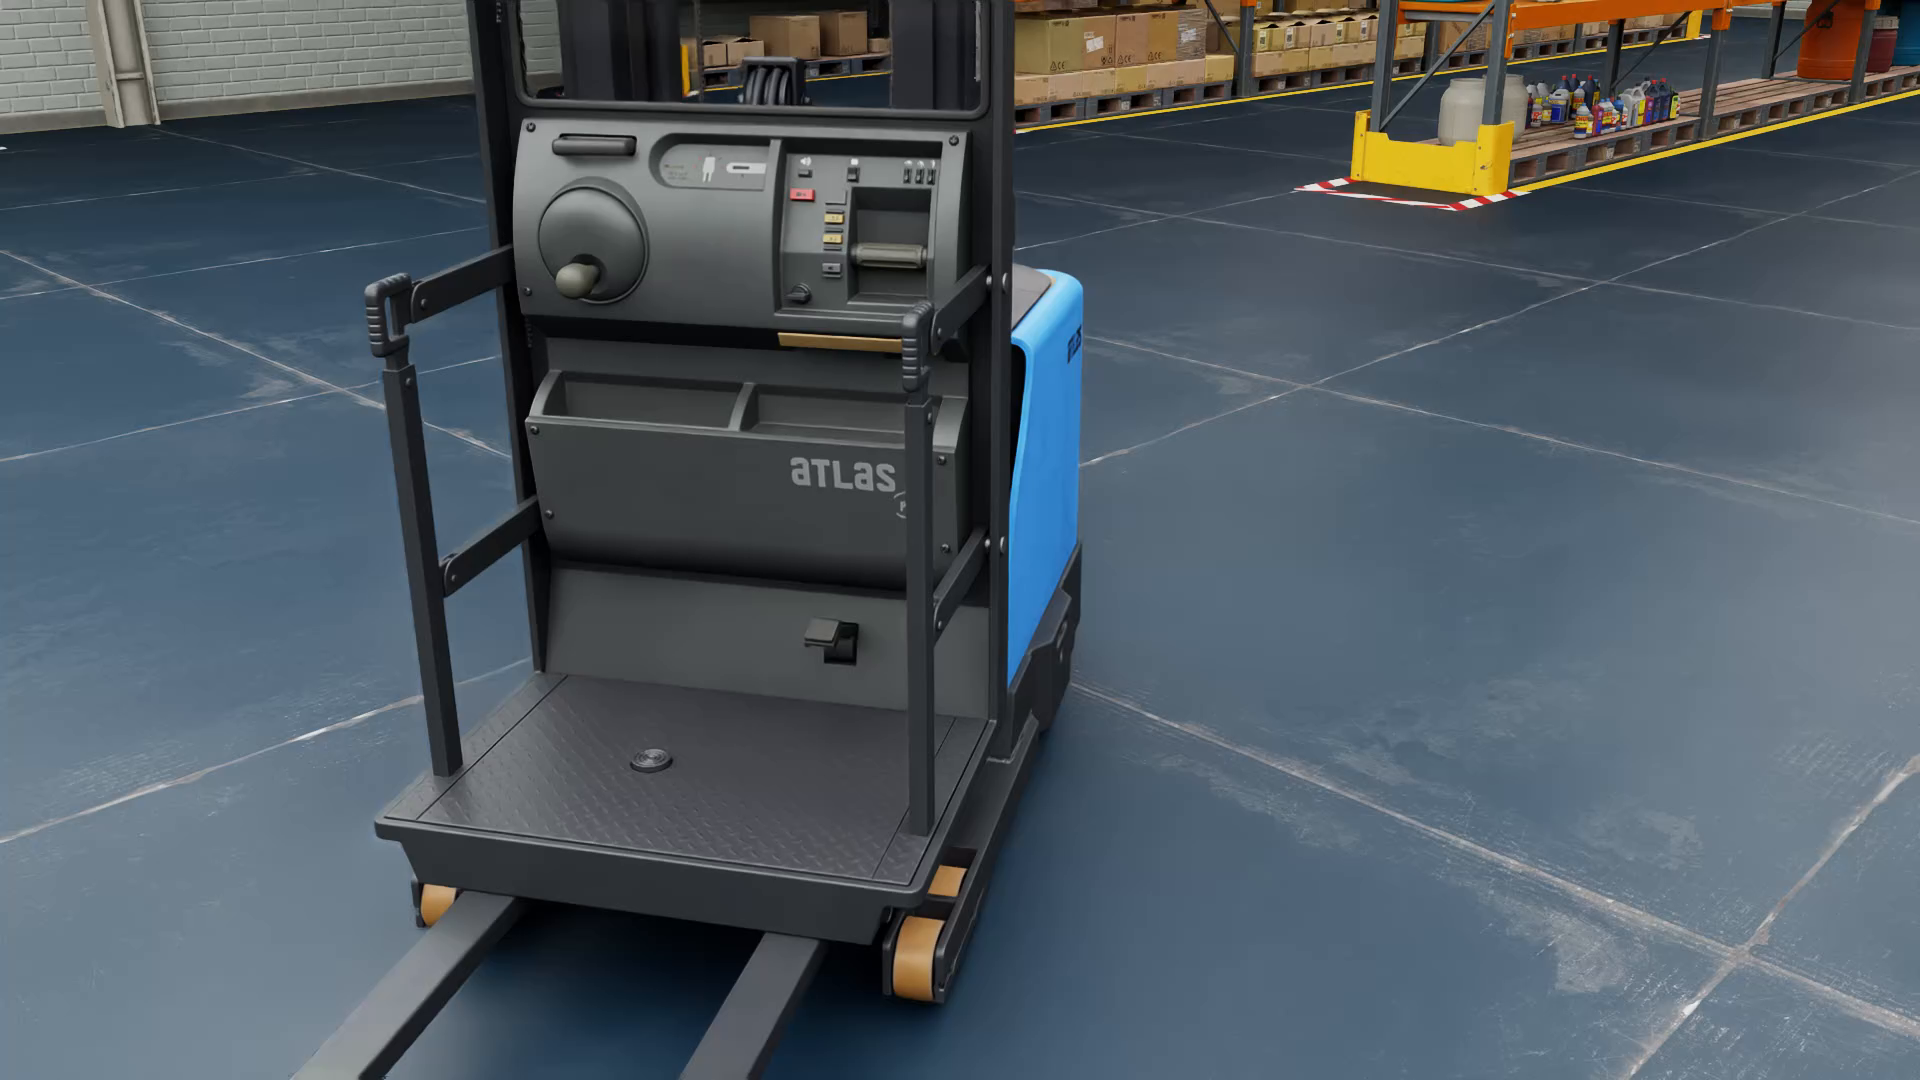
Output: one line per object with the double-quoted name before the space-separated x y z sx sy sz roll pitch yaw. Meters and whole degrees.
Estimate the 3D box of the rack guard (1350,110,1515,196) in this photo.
"rack guard" 3.520 -2.912 12.453 1.175 0.500 0.348 19 28 41

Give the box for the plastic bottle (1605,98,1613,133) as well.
"plastic bottle" 5.297 -3.481 13.640 0.097 0.271 0.097 0 21 0

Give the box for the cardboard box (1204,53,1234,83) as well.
"cardboard box" 2.578 -5.055 17.792 0.500 0.250 0.500 19 28 41

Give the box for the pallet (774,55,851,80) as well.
"pallet" -2.102 -5.757 20.258 1.003 0.211 1.213 19 28 41

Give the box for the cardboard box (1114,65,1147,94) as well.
"cardboard box" 1.535 -4.668 16.785 0.500 0.250 0.500 19 28 41

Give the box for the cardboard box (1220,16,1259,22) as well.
"cardboard box" 3.180 -5.802 18.953 0.500 0.311 0.500 -19 28 -41

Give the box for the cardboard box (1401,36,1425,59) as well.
"cardboard box" 5.343 -6.061 20.409 0.500 0.250 0.500 -19 28 -41

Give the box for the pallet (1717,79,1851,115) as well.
"pallet" 8.513 -4.613 17.281 1.003 0.211 1.213 19 28 41

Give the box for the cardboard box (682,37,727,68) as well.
"cardboard box" -3.051 -5.632 19.182 0.500 0.311 0.500 15 26 35

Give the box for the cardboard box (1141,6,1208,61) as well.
"cardboard box" 2.220 -5.279 17.331 0.500 0.500 0.500 19 28 41

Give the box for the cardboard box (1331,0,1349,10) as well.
"cardboard box" 6.081 -9.067 27.882 0.500 0.500 0.700 -19 28 -41

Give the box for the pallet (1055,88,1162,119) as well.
"pallet" 1.309 -4.505 17.002 1.003 0.211 1.213 19 28 41

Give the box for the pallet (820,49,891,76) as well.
"pallet" -1.250 -6.072 21.078 1.003 0.211 1.213 19 28 41

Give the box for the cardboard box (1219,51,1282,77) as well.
"cardboard box" 3.203 -5.270 18.353 0.500 0.250 0.500 18 28 39

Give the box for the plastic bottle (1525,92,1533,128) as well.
"plastic bottle" 4.740 -3.598 13.927 0.061 0.283 0.133 19 28 41

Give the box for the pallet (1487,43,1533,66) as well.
"pallet" 6.934 -6.537 22.288 1.003 0.211 1.213 19 28 41

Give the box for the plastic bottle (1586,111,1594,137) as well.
"plastic bottle" 5.061 -3.361 13.425 0.097 0.201 0.097 0 21 0

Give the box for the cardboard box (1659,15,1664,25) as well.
"cardboard box" 10.566 -8.001 25.545 0.380 0.166 0.250 19 28 41

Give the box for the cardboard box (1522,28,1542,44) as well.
"cardboard box" 7.485 -6.959 22.369 0.500 0.500 0.500 20 29 41

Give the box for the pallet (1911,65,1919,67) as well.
"pallet" 11.304 -5.642 19.960 1.003 0.211 1.213 19 28 41

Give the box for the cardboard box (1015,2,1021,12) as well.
"cardboard box" 0.404 -7.053 22.615 0.700 0.500 0.500 20 28 41

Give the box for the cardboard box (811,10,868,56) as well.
"cardboard box" -1.503 -6.317 20.699 0.500 0.500 0.500 17 27 37

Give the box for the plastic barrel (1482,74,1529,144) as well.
"plastic barrel" 4.255 -3.399 13.119 0.421 0.512 0.421 0 21 0

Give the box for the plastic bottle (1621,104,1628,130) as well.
"plastic bottle" 5.510 -3.527 13.856 0.097 0.201 0.097 0 21 0

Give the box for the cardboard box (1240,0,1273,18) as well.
"cardboard box" 4.413 -8.604 26.191 0.750 0.750 0.750 20 28 41

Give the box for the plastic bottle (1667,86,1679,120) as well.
"plastic bottle" 6.192 -3.807 14.470 0.133 0.283 0.061 -18 28 -39

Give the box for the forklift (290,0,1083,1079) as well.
"forklift" -0.493 -0.618 3.098 1.130 2.935 3.031 5 22 12

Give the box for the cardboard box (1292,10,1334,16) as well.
"cardboard box" 4.241 -6.190 19.963 0.500 0.311 0.500 18 28 39

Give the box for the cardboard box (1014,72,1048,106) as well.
"cardboard box" 0.488 -4.283 15.783 0.500 0.250 0.500 19 28 41

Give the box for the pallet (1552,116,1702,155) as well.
"pallet" 5.793 -3.612 14.677 1.003 0.211 1.213 19 28 41

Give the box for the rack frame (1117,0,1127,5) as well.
"rack frame" 1.983 -8.583 23.725 1.000 3.000 0.127 19 28 41

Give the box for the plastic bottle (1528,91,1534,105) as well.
"plastic bottle" 4.760 -3.657 14.090 0.152 0.276 0.135 18 28 39

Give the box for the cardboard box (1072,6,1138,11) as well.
"cardboard box" 1.499 -5.281 17.335 0.500 0.500 0.500 19 28 41

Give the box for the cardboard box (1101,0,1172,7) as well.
"cardboard box" 2.590 -7.932 24.441 0.750 0.750 0.750 19 28 40

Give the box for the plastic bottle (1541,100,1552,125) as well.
"plastic bottle" 4.990 -3.646 14.168 0.097 0.201 0.097 0 21 0

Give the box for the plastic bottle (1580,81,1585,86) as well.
"plastic bottle" 5.549 -3.947 14.846 0.135 0.276 0.152 -19 28 -40

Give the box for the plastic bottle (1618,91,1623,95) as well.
"plastic bottle" 5.598 -3.662 14.094 0.061 0.283 0.133 19 28 41

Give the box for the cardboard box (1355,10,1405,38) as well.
"cardboard box" 4.988 -6.187 19.956 0.500 0.311 0.500 19 28 40

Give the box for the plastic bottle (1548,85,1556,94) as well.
"plastic bottle" 5.154 -3.829 14.528 0.133 0.283 0.061 -19 28 -40

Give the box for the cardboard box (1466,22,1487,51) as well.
"cardboard box" 6.418 -6.564 21.343 0.500 0.500 0.500 18 27 39

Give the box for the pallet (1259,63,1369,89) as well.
"pallet" 4.082 -5.529 19.665 1.003 0.211 1.213 19 28 41

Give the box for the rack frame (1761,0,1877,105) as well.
"rack frame" 9.081 -6.104 17.274 1.000 3.000 0.127 19 28 41

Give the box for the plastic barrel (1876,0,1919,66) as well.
"plastic barrel" 10.986 -6.031 19.424 0.600 0.901 0.708 19 28 41

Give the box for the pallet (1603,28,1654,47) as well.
"pallet" 9.656 -7.562 24.955 1.003 0.211 1.213 19 28 41

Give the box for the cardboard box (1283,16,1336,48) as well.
"cardboard box" 3.924 -5.795 18.936 0.500 0.311 0.500 18 27 39

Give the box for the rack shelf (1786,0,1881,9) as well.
"rack shelf" 10.477 -6.282 18.740 1.077 0.370 4.000 19 28 41

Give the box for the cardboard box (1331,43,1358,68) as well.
"cardboard box" 4.276 -5.666 19.382 0.500 0.250 0.500 -20 28 -41

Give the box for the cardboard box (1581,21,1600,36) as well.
"cardboard box" 8.773 -7.377 23.720 0.500 0.311 0.500 19 28 41

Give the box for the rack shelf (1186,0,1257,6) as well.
"rack shelf" 4.140 -6.494 19.293 1.077 0.370 4.000 19 28 41

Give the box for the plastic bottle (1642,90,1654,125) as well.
"plastic bottle" 5.830 -3.674 14.124 0.133 0.283 0.061 -18 27 -39

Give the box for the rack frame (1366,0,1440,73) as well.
"rack frame" 5.535 -7.344 20.502 1.000 3.000 0.127 19 28 41

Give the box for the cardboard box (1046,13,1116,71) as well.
"cardboard box" 1.175 -4.893 16.327 0.500 0.500 0.500 19 28 41

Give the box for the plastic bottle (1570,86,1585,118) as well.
"plastic bottle" 5.416 -3.836 14.564 0.097 0.271 0.097 0 21 0

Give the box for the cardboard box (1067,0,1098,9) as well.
"cardboard box" 1.518 -7.424 23.579 0.500 0.500 0.700 -20 29 -41
